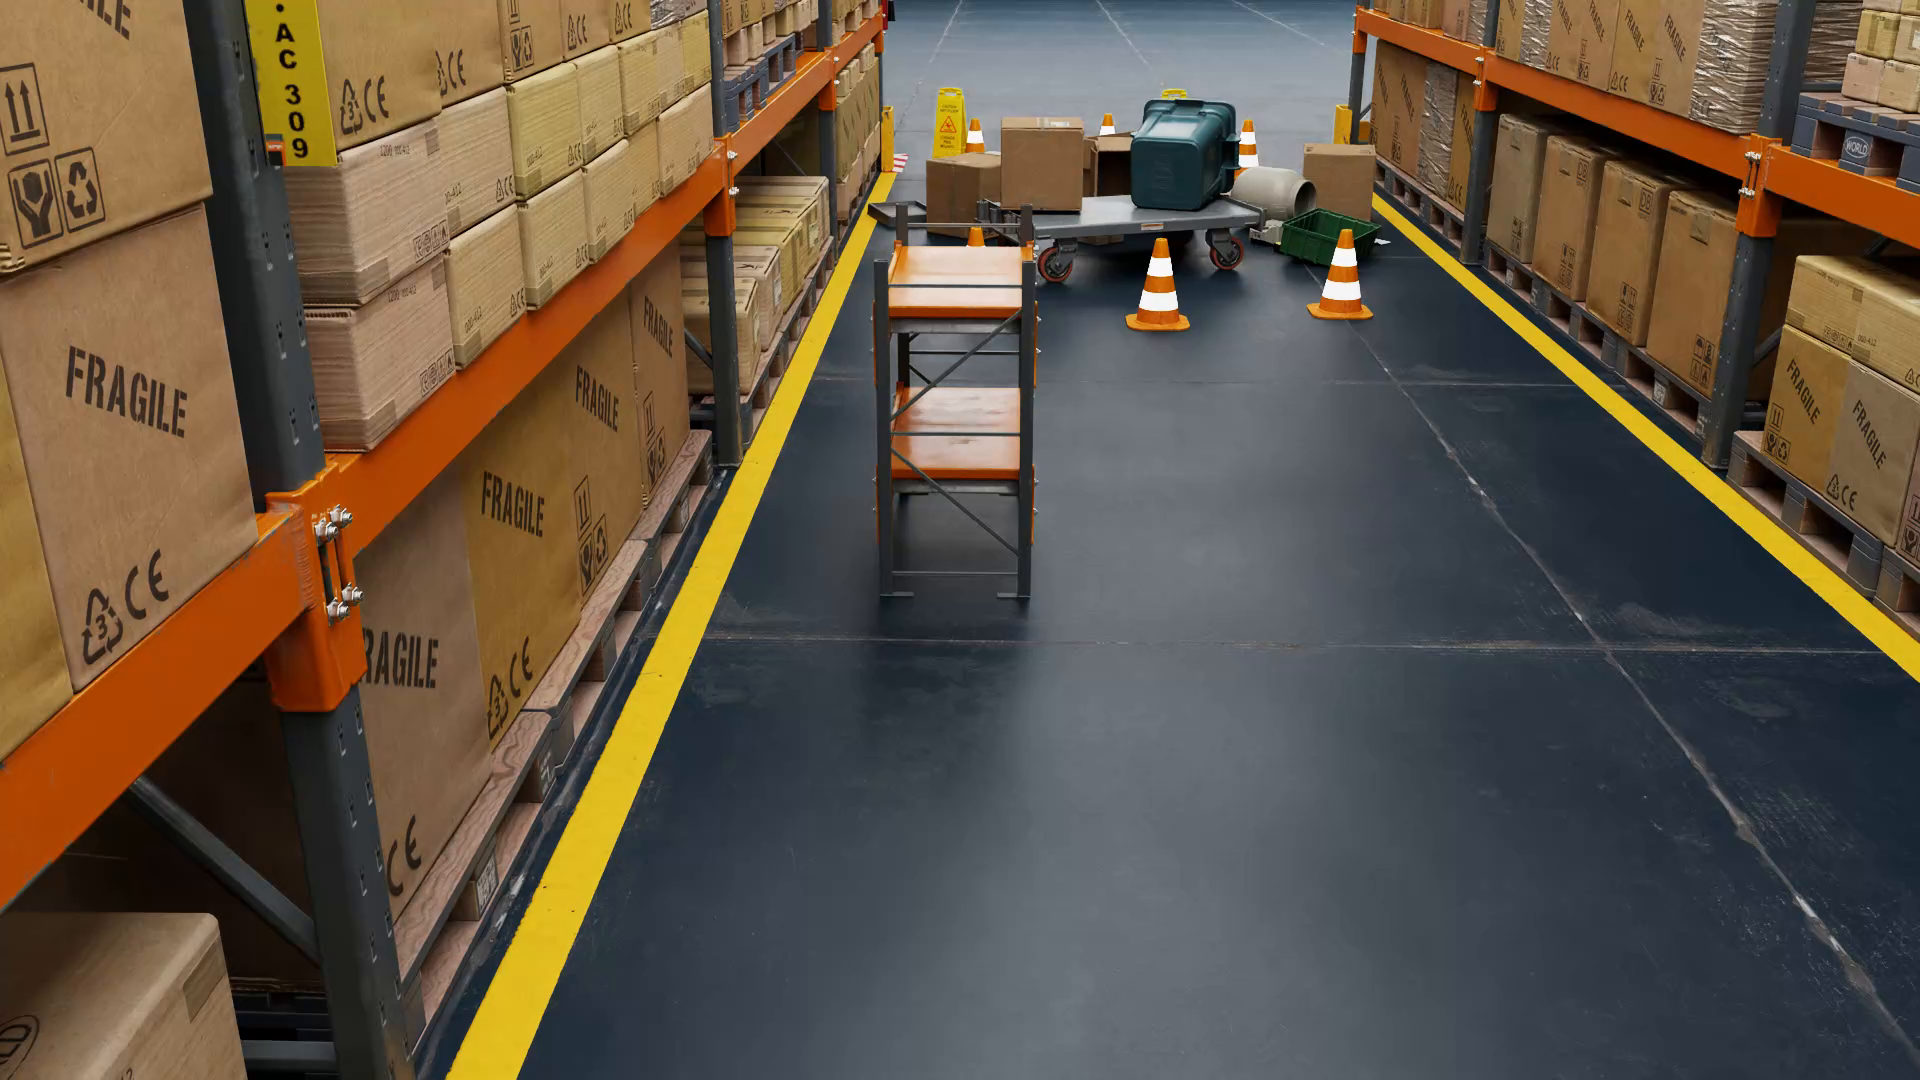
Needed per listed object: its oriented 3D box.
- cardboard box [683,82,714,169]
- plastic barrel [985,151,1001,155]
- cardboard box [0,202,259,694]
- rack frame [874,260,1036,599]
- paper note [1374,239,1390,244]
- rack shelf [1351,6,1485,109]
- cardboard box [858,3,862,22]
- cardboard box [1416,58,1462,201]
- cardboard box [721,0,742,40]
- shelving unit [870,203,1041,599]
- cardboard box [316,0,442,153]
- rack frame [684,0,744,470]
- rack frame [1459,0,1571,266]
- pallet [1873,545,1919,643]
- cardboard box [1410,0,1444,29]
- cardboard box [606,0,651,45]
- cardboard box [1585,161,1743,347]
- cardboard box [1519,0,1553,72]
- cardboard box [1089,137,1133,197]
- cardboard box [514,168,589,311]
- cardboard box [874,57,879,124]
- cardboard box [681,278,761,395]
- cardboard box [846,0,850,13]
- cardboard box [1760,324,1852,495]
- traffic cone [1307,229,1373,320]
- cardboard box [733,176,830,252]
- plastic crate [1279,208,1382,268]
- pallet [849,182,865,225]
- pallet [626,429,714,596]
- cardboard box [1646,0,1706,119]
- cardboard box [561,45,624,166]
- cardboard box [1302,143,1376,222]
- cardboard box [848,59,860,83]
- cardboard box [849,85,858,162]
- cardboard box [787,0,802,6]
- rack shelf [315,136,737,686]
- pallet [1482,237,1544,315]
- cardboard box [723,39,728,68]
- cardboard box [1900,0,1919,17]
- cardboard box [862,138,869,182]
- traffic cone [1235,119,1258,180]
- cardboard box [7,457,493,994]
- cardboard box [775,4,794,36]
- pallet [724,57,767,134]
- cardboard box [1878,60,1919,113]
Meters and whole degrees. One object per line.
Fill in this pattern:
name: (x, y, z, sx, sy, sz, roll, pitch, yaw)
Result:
cardboard box: (-1.153, -1.457, 5.845, 0.500, 0.250, 0.500, 0, 21, 0)
plastic barrel: (0.296, -2.641, 12.249, 0.512, 0.421, 0.421, 18, 27, 38)
cardboard box: (-1.278, -0.143, 2.111, 0.500, 0.500, 0.500, 1, 21, 2)
rack frame: (-0.016, -0.338, 5.345, 0.500, 1.125, 0.032, 1, 21, 2)
paper note: (2.790, -2.010, 11.167, 0.147, 0.020, 0.142, -16, 26, -35)
rack shelf: (3.736, -3.529, 11.971, 1.077, 0.370, 4.000, 1, 21, 2)
cardboard box: (-0.921, -3.887, 12.248, 0.380, 0.149, 0.250, 0, 21, 1)
cardboard box: (3.788, -2.899, 11.710, 0.875, 0.875, 0.875, 1, 21, 2)
cardboard box: (-1.152, -2.254, 6.561, 0.500, 0.500, 0.500, 0, 21, 0)
shelving unit: (0.000, -0.522, 5.819, 0.538, 1.125, 1.048, 1, 21, 2)
cardboard box: (-1.218, -0.935, 2.772, 0.500, 0.500, 0.500, 1, 21, 2)
rack frame: (-1.397, -1.713, 6.296, 1.000, 3.000, 0.127, 1, 21, 2)
rack frame: (3.675, -3.141, 9.977, 1.000, 3.000, 0.127, 1, 21, 2)
pallet: (3.488, 0.328, 4.892, 1.003, 0.211, 1.213, 1, 21, 2)
cardboard box: (3.718, -3.930, 11.804, 0.875, 0.550, 0.500, 1, 21, 2)
cardboard box: (-1.181, -1.671, 4.667, 0.500, 0.500, 0.500, 1, 21, 2)
cardboard box: (3.685, -1.377, 7.961, 1.050, 0.750, 0.750, 1, 21, 2)
cardboard box: (3.375, -2.818, 9.006, 0.500, 0.500, 0.500, 1, 21, 2)
cardboard box: (1.303, -2.504, 11.598, 0.797, 0.637, 0.503, 1, 21, 2)
cardboard box: (-1.196, -0.725, 3.958, 0.500, 0.250, 0.500, 0, 21, 1)
cardboard box: (-0.918, -3.576, 13.283, 0.500, 0.500, 0.500, 1, 21, 2)
cardboard box: (-1.370, -0.888, 7.222, 0.950, 0.372, 0.625, -1, 21, -2)
cardboard box: (-0.992, -3.682, 10.822, 0.500, 0.500, 0.500, 1, 21, 1)
cardboard box: (3.277, -0.472, 5.974, 0.500, 0.500, 0.500, 0, 21, -1)
traffic cone: (2.125, -1.490, 9.229, 0.336, 0.463, 0.334, 1, 21, 2)
cardboard box: (-1.289, -1.940, 9.934, 0.950, 0.372, 0.625, 1, 21, 2)
plastic crate: (2.371, -1.934, 10.675, 0.450, 0.188, 0.662, 23, 29, 25)
pallet: (-1.256, -2.544, 12.295, 1.003, 0.211, 1.213, 1, 21, 2)
pallet: (-1.497, -0.128, 6.068, 1.003, 0.211, 1.213, 1, 21, 2)
cardboard box: (3.315, -2.087, 7.124, 0.500, 0.500, 0.500, 1, 21, 2)
cardboard box: (-1.181, -1.139, 4.335, 0.500, 0.250, 0.500, 0, 21, 0)
cardboard box: (2.697, -2.549, 11.905, 0.500, 0.500, 0.500, 4, 22, 11)
cardboard box: (-0.905, -3.263, 11.579, 0.380, 0.149, 0.250, 2, 21, 5)
cardboard box: (-0.983, -2.827, 11.351, 0.500, 0.500, 0.500, 1, 21, 4)
cardboard box: (-1.096, -3.005, 8.496, 0.500, 0.500, 0.500, 1, 21, 3)
rack shelf: (-1.458, -0.654, 4.563, 1.077, 0.370, 4.000, 1, 21, 2)
pallet: (3.727, -1.561, 9.761, 1.003, 0.211, 1.213, 1, 21, 2)
cardboard box: (-1.160, -2.009, 6.826, 0.380, 0.149, 0.250, -1, 21, -2)
cardboard box: (3.340, -1.789, 5.436, 0.380, 0.149, 0.250, 0, 21, 0)
cardboard box: (-0.944, -2.847, 12.441, 0.500, 0.250, 0.500, 0, 21, 0)
traffic cone: (2.361, -3.228, 13.709, 0.336, 0.463, 0.334, 1, 21, 2)
cardboard box: (-1.580, 0.303, 3.457, 0.875, 0.875, 0.875, 1, 21, 3)
cardboard box: (-1.061, -2.680, 8.556, 0.380, 0.149, 0.250, 1, 21, 2)
pallet: (-1.482, -1.882, 6.998, 1.213, 0.211, 1.003, 1, 21, 2)
cardboard box: (3.330, -1.517, 5.558, 0.380, 0.149, 0.250, 2, 21, 4)
